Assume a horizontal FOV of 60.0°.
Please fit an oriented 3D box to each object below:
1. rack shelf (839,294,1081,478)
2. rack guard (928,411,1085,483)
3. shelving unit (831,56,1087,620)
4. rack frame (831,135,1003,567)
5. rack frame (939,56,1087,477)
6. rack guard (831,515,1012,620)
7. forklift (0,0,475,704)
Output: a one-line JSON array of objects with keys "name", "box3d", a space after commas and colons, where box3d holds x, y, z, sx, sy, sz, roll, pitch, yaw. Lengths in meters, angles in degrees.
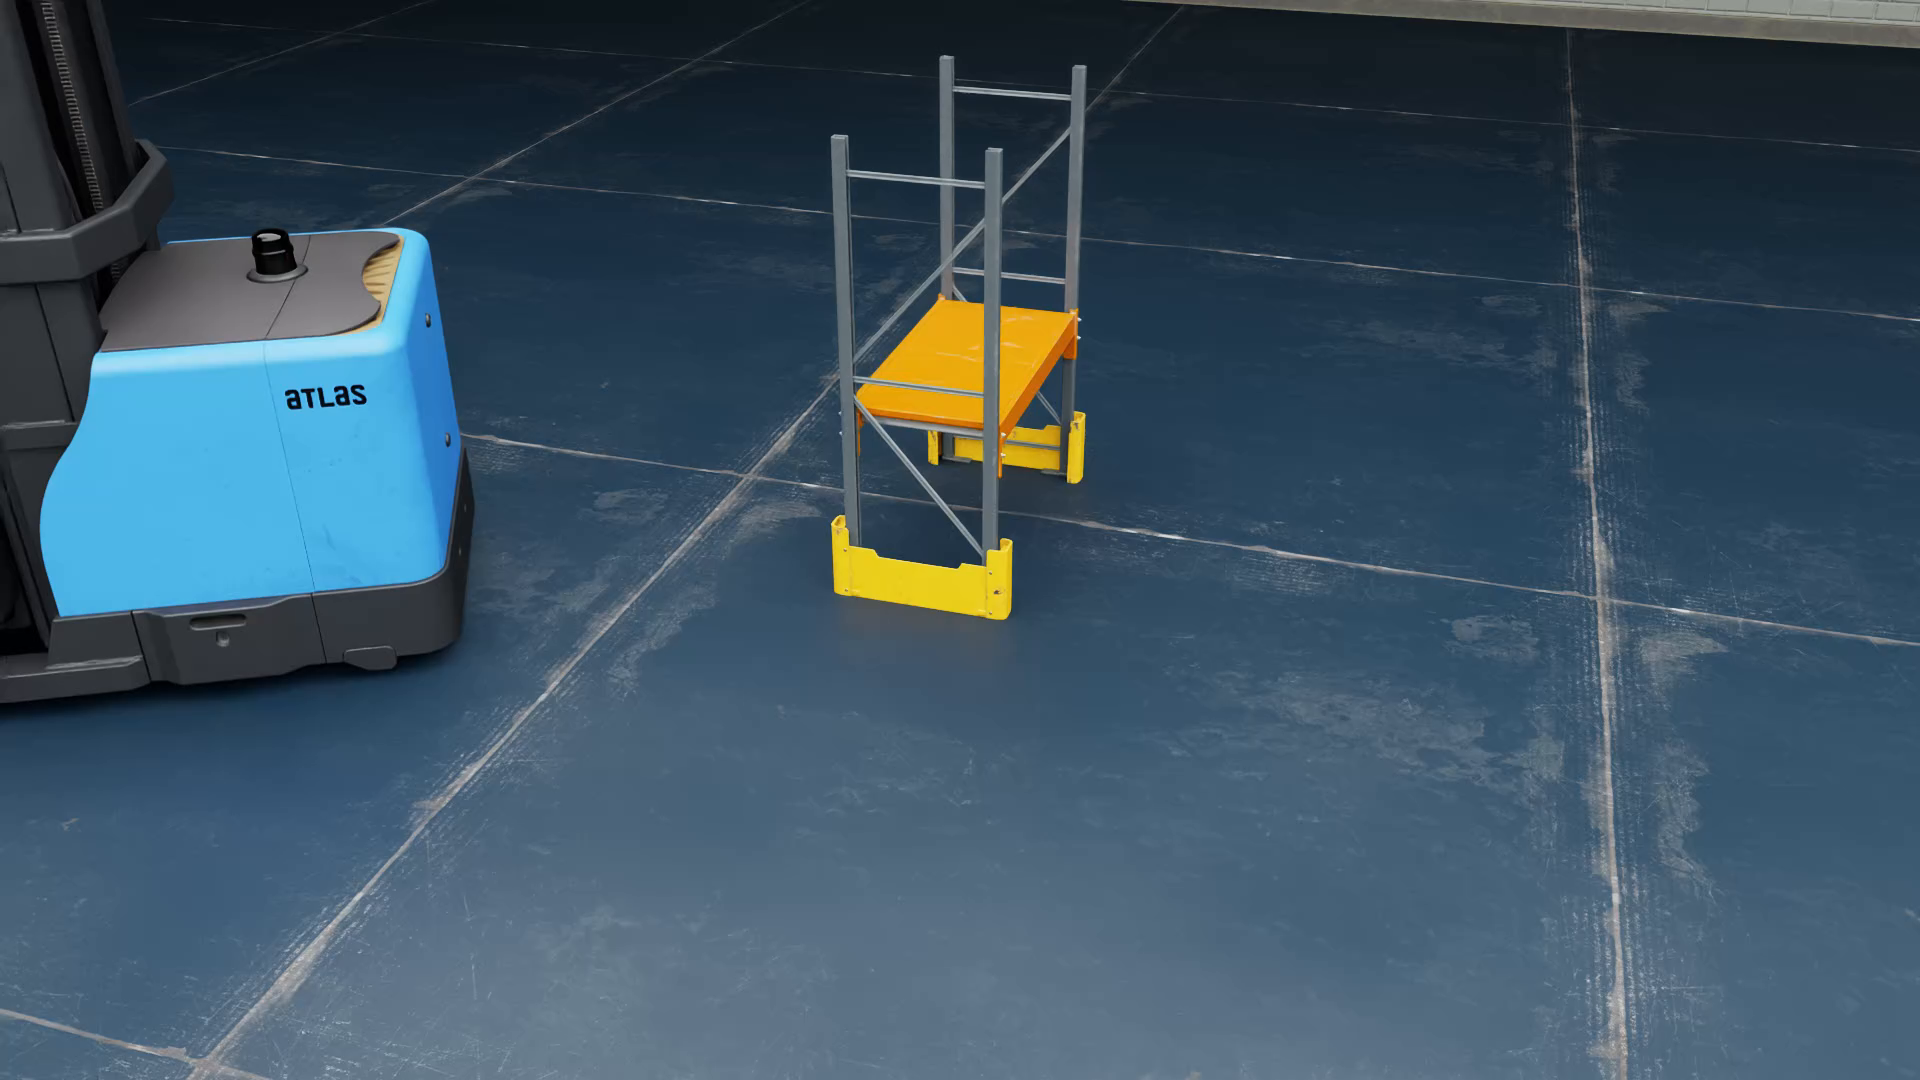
[{"name": "rack shelf", "box3d": [0.025, -0.538, 5.544, 0.538, 0.185, 1.000, 8, 30, 15]}, {"name": "rack guard", "box3d": [0.169, -0.376, 6.169, 0.587, 0.250, 0.087, 8, 30, 15]}, {"name": "shelving unit", "box3d": [0.022, -0.691, 5.449, 0.587, 1.500, 1.083, 8, 30, 15]}, {"name": "rack frame", "box3d": [-0.124, -0.459, 5.032, 0.500, 1.500, 0.032, 8, 30, 15]}, {"name": "rack frame", "box3d": [0.174, -0.931, 5.881, 0.500, 1.500, 0.032, 8, 30, 15]}, {"name": "rack guard", "box3d": [-0.124, 0.087, 5.337, 0.587, 0.250, 0.087, 8, 30, 15]}, {"name": "forklift", "box3d": [-3.099, -0.991, 4.516, 3.031, 2.935, 1.130, -6, 30, -10]}]
